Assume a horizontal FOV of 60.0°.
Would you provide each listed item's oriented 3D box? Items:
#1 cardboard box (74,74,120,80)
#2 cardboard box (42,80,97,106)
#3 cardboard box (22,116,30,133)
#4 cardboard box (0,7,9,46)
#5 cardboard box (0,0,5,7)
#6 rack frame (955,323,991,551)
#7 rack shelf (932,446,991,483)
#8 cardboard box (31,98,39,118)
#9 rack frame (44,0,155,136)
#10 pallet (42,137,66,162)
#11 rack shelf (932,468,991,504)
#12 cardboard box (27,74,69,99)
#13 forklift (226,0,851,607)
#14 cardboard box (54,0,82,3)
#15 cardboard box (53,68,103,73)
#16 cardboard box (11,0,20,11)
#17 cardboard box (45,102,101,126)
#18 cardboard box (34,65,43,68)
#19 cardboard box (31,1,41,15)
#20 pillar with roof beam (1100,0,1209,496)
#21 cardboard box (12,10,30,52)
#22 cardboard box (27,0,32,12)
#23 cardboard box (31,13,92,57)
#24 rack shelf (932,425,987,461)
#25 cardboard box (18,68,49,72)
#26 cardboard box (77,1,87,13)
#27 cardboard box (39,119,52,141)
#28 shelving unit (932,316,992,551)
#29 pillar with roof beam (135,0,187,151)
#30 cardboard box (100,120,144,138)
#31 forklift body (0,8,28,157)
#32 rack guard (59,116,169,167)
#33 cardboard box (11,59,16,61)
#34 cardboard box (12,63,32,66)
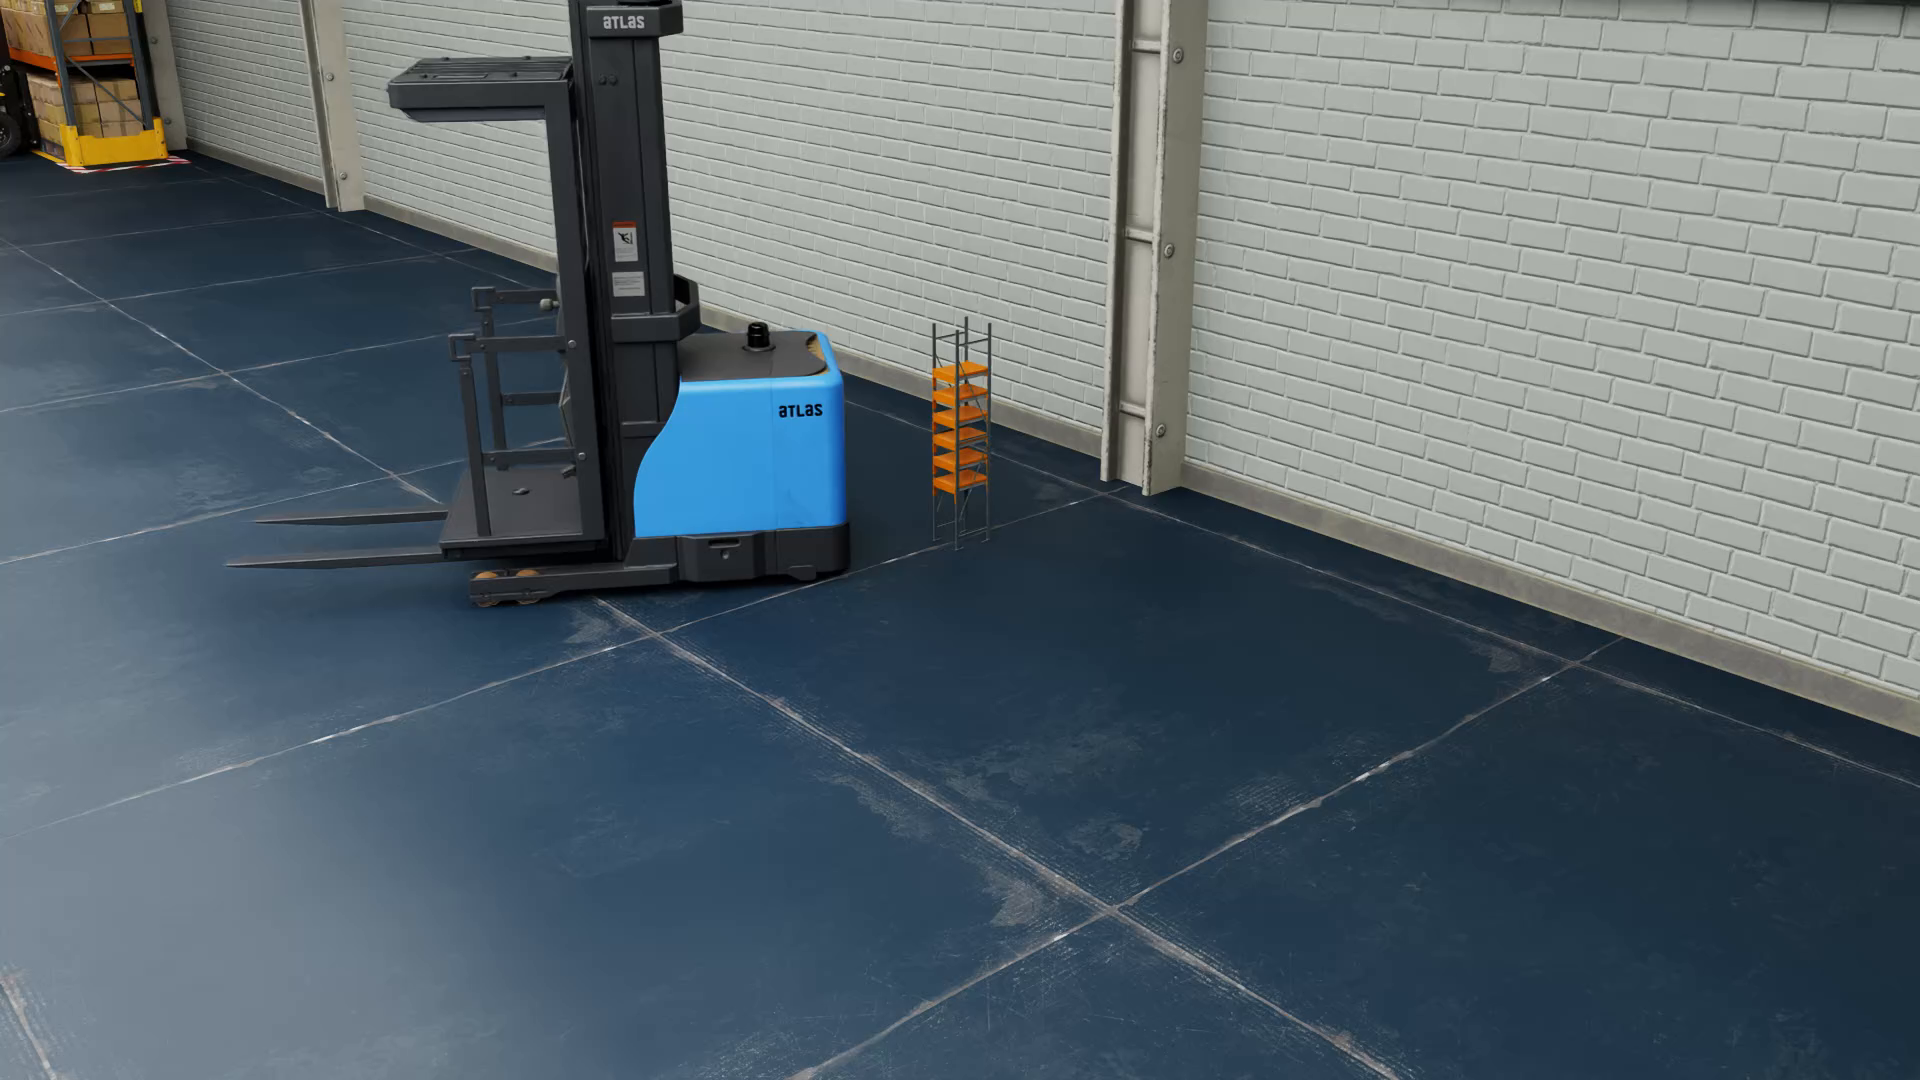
[{"bbox_3d":[-11.399,-6.004,22.023,0.500,0.250,0.500,-17,27,-37],"label":"cardboard box"},{"bbox_3d":[-11.437,-5.742,21.354,0.500,0.250,0.500,-16,27,-36],"label":"cardboard box"},{"bbox_3d":[-12.439,-5.696,22.608,0.500,0.250,0.500,-16,27,-36],"label":"cardboard box"},{"bbox_3d":[-12.735,-6.995,22.594,0.500,0.500,0.500,-18,28,-38],"label":"cardboard box"},{"bbox_3d":[-12.688,-7.250,22.356,0.380,0.149,0.250,-19,28,-39],"label":"cardboard box"},{"bbox_3d":[0.069,-0.529,8.690,0.240,1.200,0.006,-17,27,-37],"label":"rack frame"},{"bbox_3d":[0.009,-0.402,8.815,0.258,0.103,0.180,-17,27,-37],"label":"rack shelf"},{"bbox_3d":[-12.127,-5.795,22.175,0.500,0.250,0.500,-18,28,-39],"label":"cardboard box"},{"bbox_3d":[-10.900,-6.308,20.976,1.000,3.000,0.127,-17,27,-37],"label":"rack frame"},{"bbox_3d":[-11.431,-5.211,21.998,1.003,0.211,1.213,-17,27,-37],"label":"pallet"},{"bbox_3d":[0.009,-0.290,8.859,0.258,0.103,0.180,-17,27,-37],"label":"rack shelf"},{"bbox_3d":[-12.112,-6.018,22.060,0.500,0.250,0.500,-17,27,-37],"label":"cardboard box"},{"bbox_3d":[-2.122,-1.245,8.144,3.031,2.935,1.130,-3,22,-9],"label":"forklift"},{"bbox_3d":[-11.293,-6.844,20.910,0.380,0.149,0.250,-17,27,-37],"label":"cardboard box"},{"bbox_3d":[-12.047,-6.288,22.748,0.500,0.250,0.500,-18,28,-38],"label":"cardboard box"},{"bbox_3d":[-12.194,-7.034,21.804,0.380,0.149,0.250,-17,27,-37],"label":"cardboard box"},{"bbox_3d":[-11.455,-5.516,21.463,0.500,0.250,0.500,-18,28,-38],"label":"cardboard box"},{"bbox_3d":[-12.701,-6.567,23.462,0.500,0.250,0.500,-18,28,-38],"label":"cardboard box"},{"bbox_3d":[-11.528,-6.749,21.076,0.380,0.149,0.250,-17,27,-37],"label":"cardboard box"},{"bbox_3d":[-2.184,-3.510,5.607,9.100,9.000,0.400,-17,27,-37],"label":"pillar with roof beam"},{"bbox_3d":[-12.087,-6.715,21.878,0.500,0.500,0.500,-18,28,-38],"label":"cardboard box"},{"bbox_3d":[-11.804,-6.906,21.478,0.380,0.149,0.250,-18,27,-38],"label":"cardboard box"},{"bbox_3d":[-11.420,-6.428,21.145,0.500,0.500,0.500,-18,28,-39],"label":"cardboard box"},{"bbox_3d":[0.009,-0.513,8.771,0.258,0.103,0.180,-17,27,-37],"label":"rack shelf"},{"bbox_3d":[-12.773,-6.307,22.797,0.500,0.250,0.500,-16,27,-36],"label":"cardboard box"},{"bbox_3d":[-11.134,-6.865,21.372,0.380,0.149,0.250,-17,27,-37],"label":"cardboard box"},{"bbox_3d":[-11.763,-5.417,21.897,0.500,0.250,0.500,-17,27,-37],"label":"cardboard box"},{"bbox_3d":[0.009,-0.555,8.755,0.258,1.200,0.189,-17,27,-37],"label":"shelving unit"},{"bbox_3d":[-13.933,-8.483,18.304,9.100,9.000,0.400,-17,27,-37],"label":"pillar with roof beam"},{"bbox_3d":[-11.072,-5.405,21.866,0.500,0.250,0.500,-17,27,-37],"label":"cardboard box"},{"bbox_3d":[-13.520,-6.002,21.359,2.313,2.155,1.214,-17,27,-37],"label":"forklift body"},{"bbox_3d":[-10.884,-5.137,21.415,1.175,0.500,0.348,-17,27,-37],"label":"rack guard"},{"bbox_3d":[-14.853,-7.068,25.596,0.875,0.625,0.625,-19,28,-40],"label":"cardboard box"},{"bbox_3d":[-13.433,-6.585,23.508,0.500,0.250,0.500,-18,28,-38],"label":"cardboard box"}]
